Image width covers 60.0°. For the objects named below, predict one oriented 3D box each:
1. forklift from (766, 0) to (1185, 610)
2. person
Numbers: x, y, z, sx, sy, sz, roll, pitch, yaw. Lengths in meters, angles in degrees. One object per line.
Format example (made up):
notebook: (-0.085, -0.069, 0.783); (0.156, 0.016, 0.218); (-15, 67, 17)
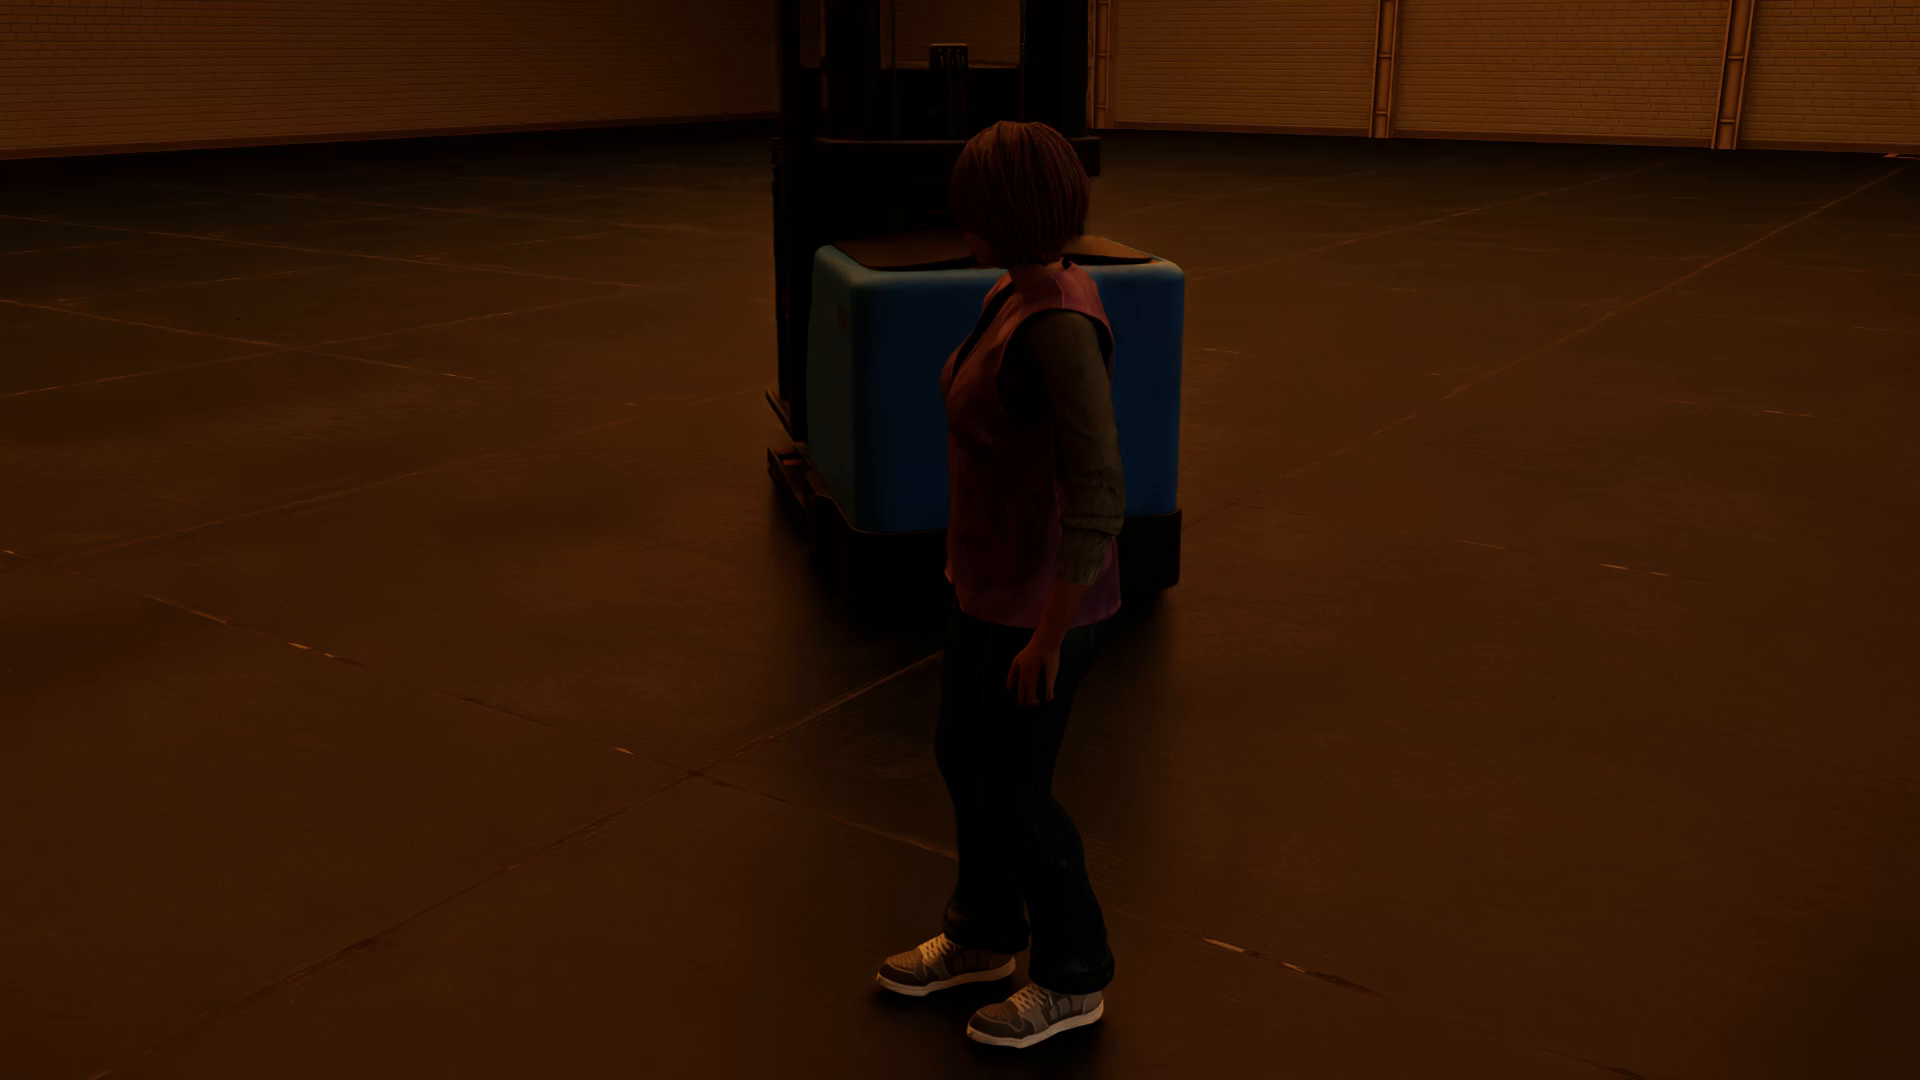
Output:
forklift: (-0.149, -1.574, 6.097); (1.130, 2.935, 3.031); (-4, 17, -13)
person: (0.070, 0.106, 2.821); (0.417, 1.592, 0.579); (-3, 17, -11)
